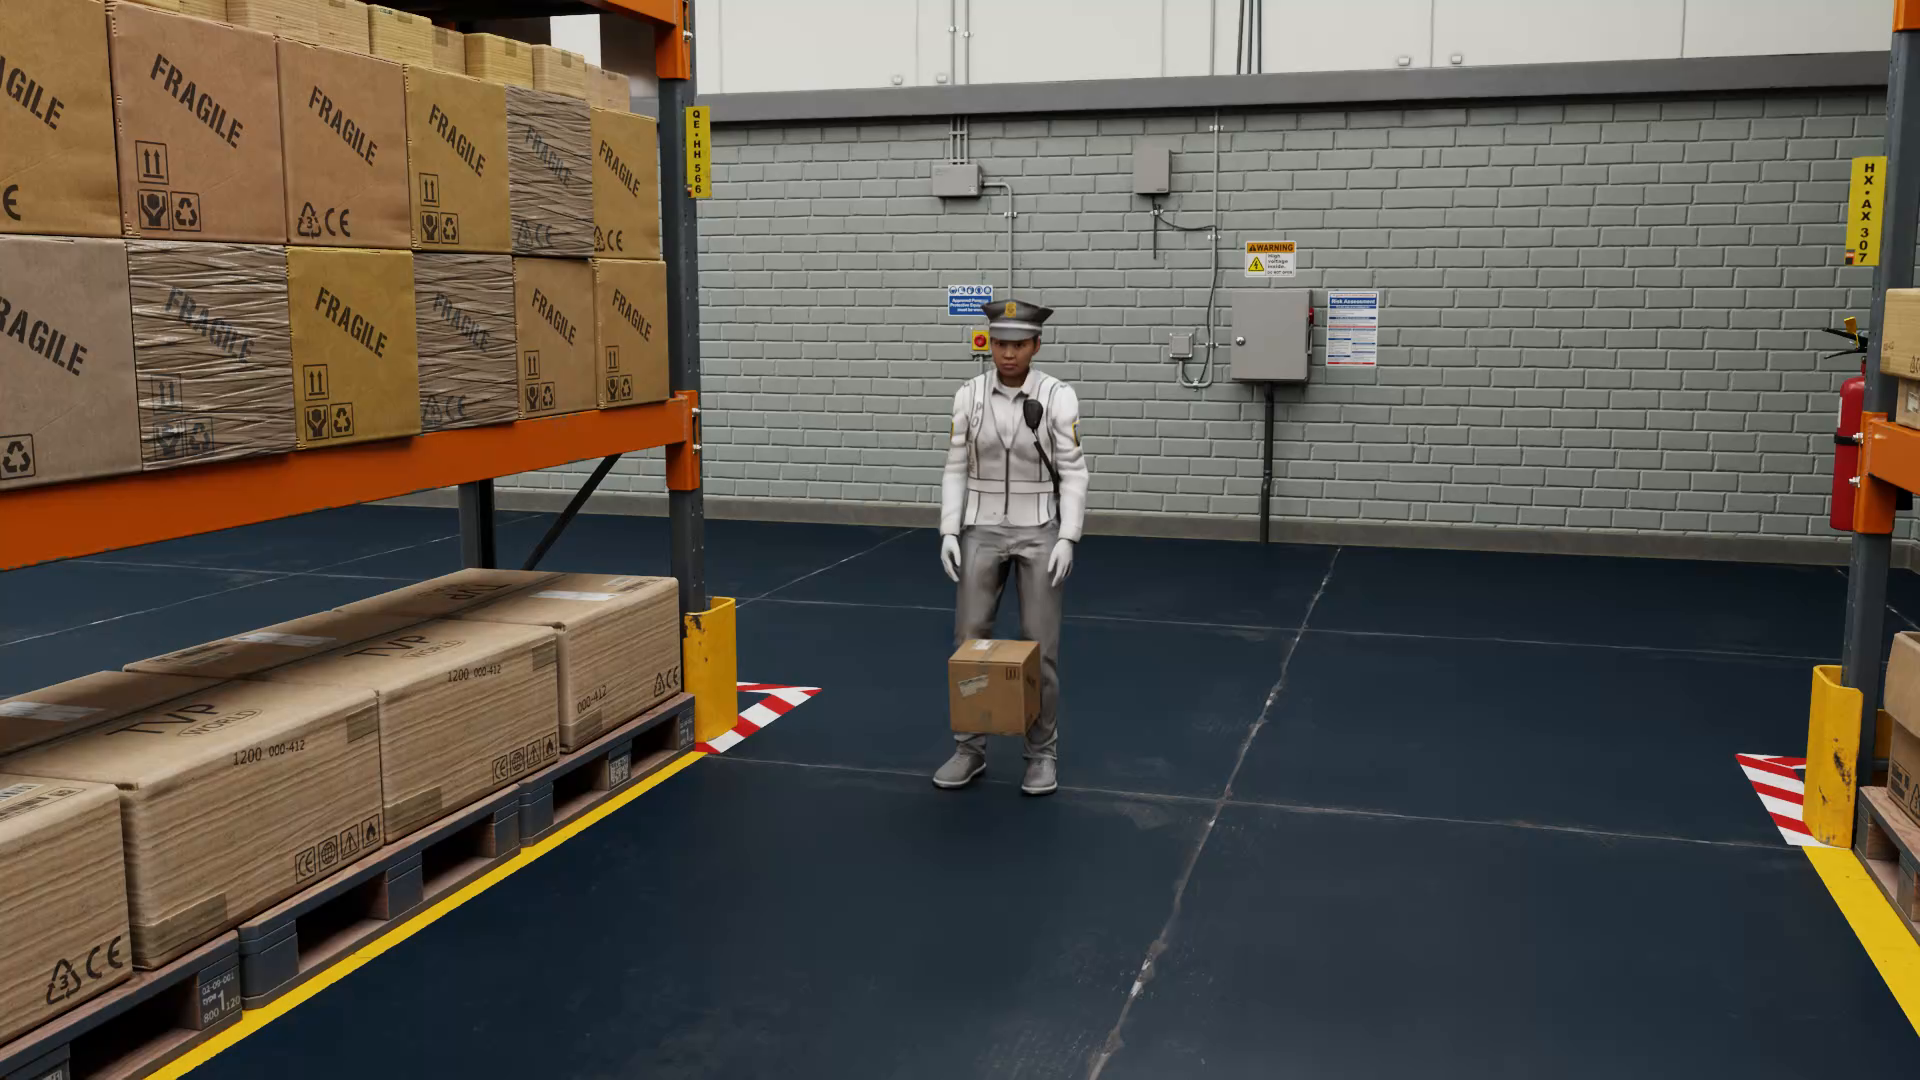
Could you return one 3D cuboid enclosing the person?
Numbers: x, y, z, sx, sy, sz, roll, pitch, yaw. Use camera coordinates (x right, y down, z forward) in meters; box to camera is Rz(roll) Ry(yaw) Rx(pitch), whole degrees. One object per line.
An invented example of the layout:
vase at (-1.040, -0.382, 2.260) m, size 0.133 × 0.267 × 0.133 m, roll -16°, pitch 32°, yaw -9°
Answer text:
person at (0.180, 0.016, 5.700) m, size 0.510 × 1.669 × 0.359 m, roll 2°, pitch 9°, yaw 14°
